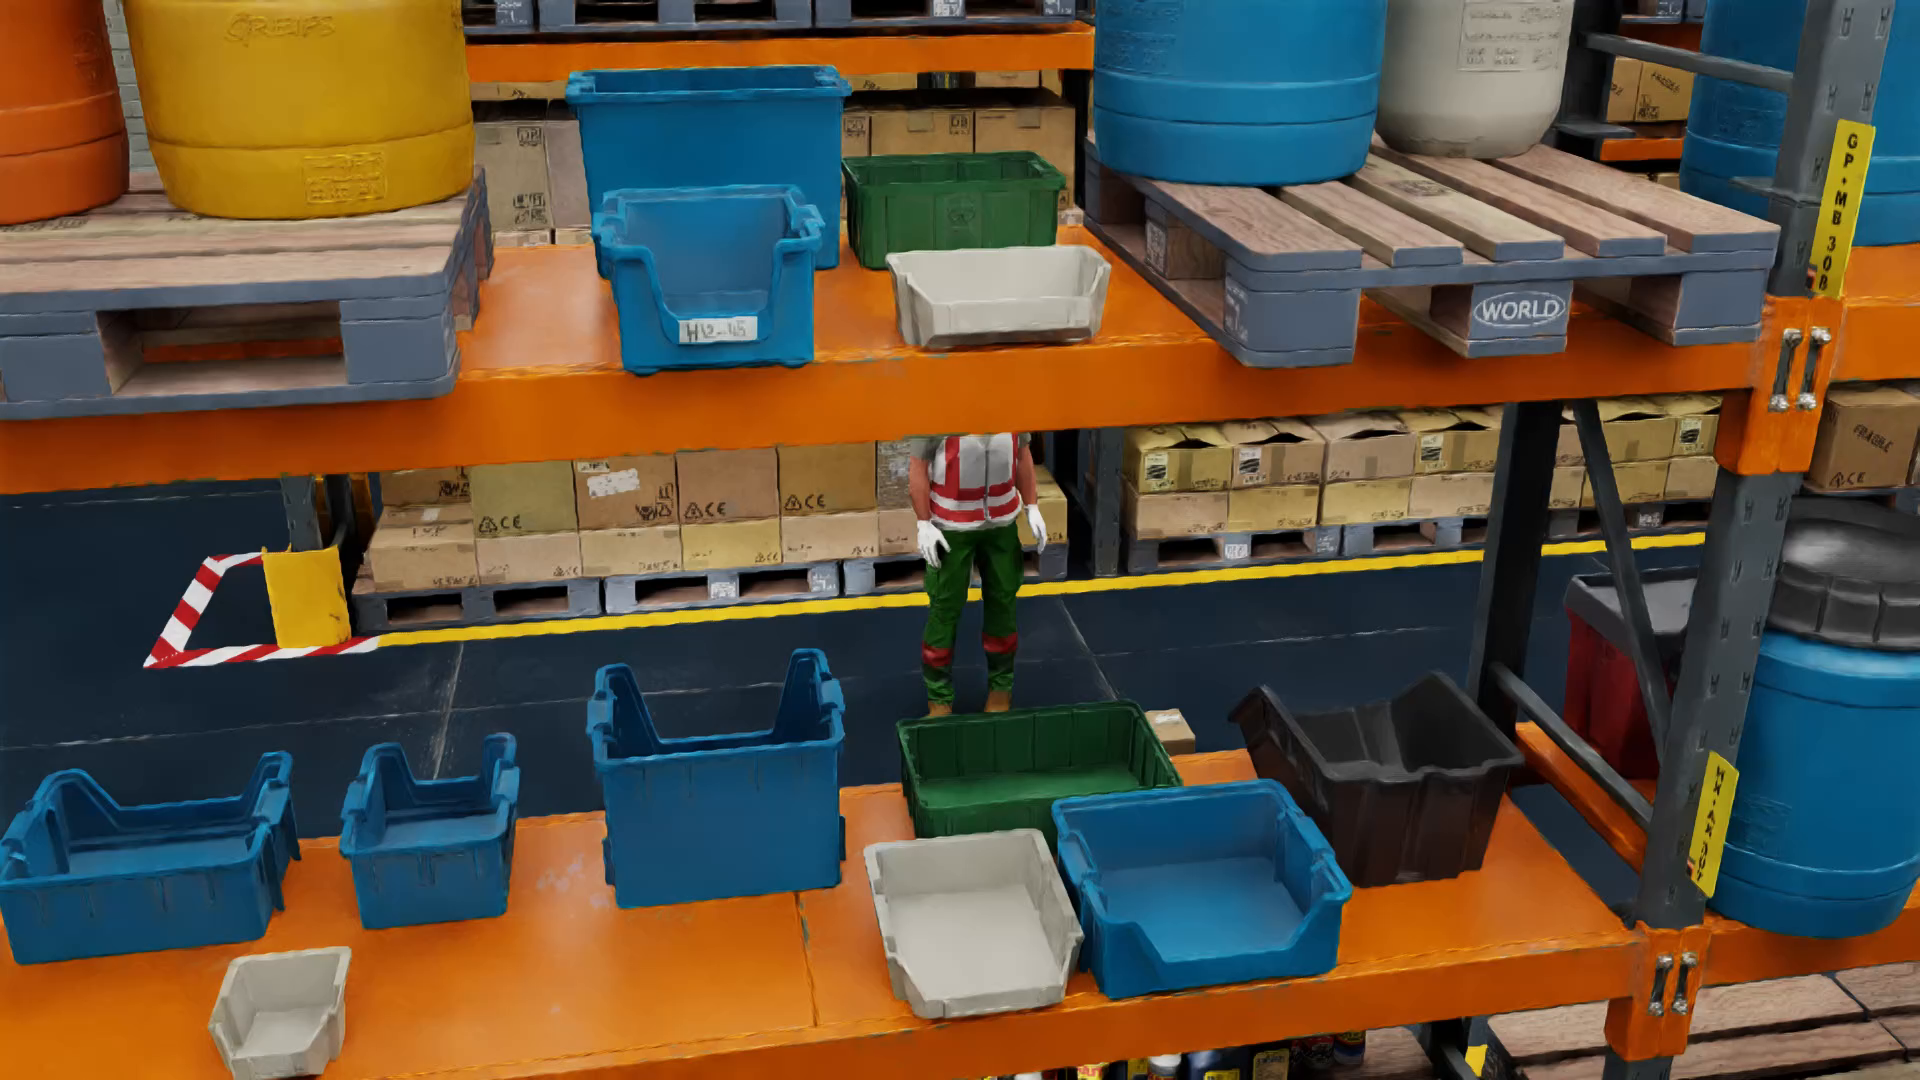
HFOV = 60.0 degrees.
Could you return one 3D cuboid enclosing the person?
[{"bbox_3d":[0.078,-0.053,7.171,0.590,1.821,0.400,-9,25,-21],"label":"person"}]
